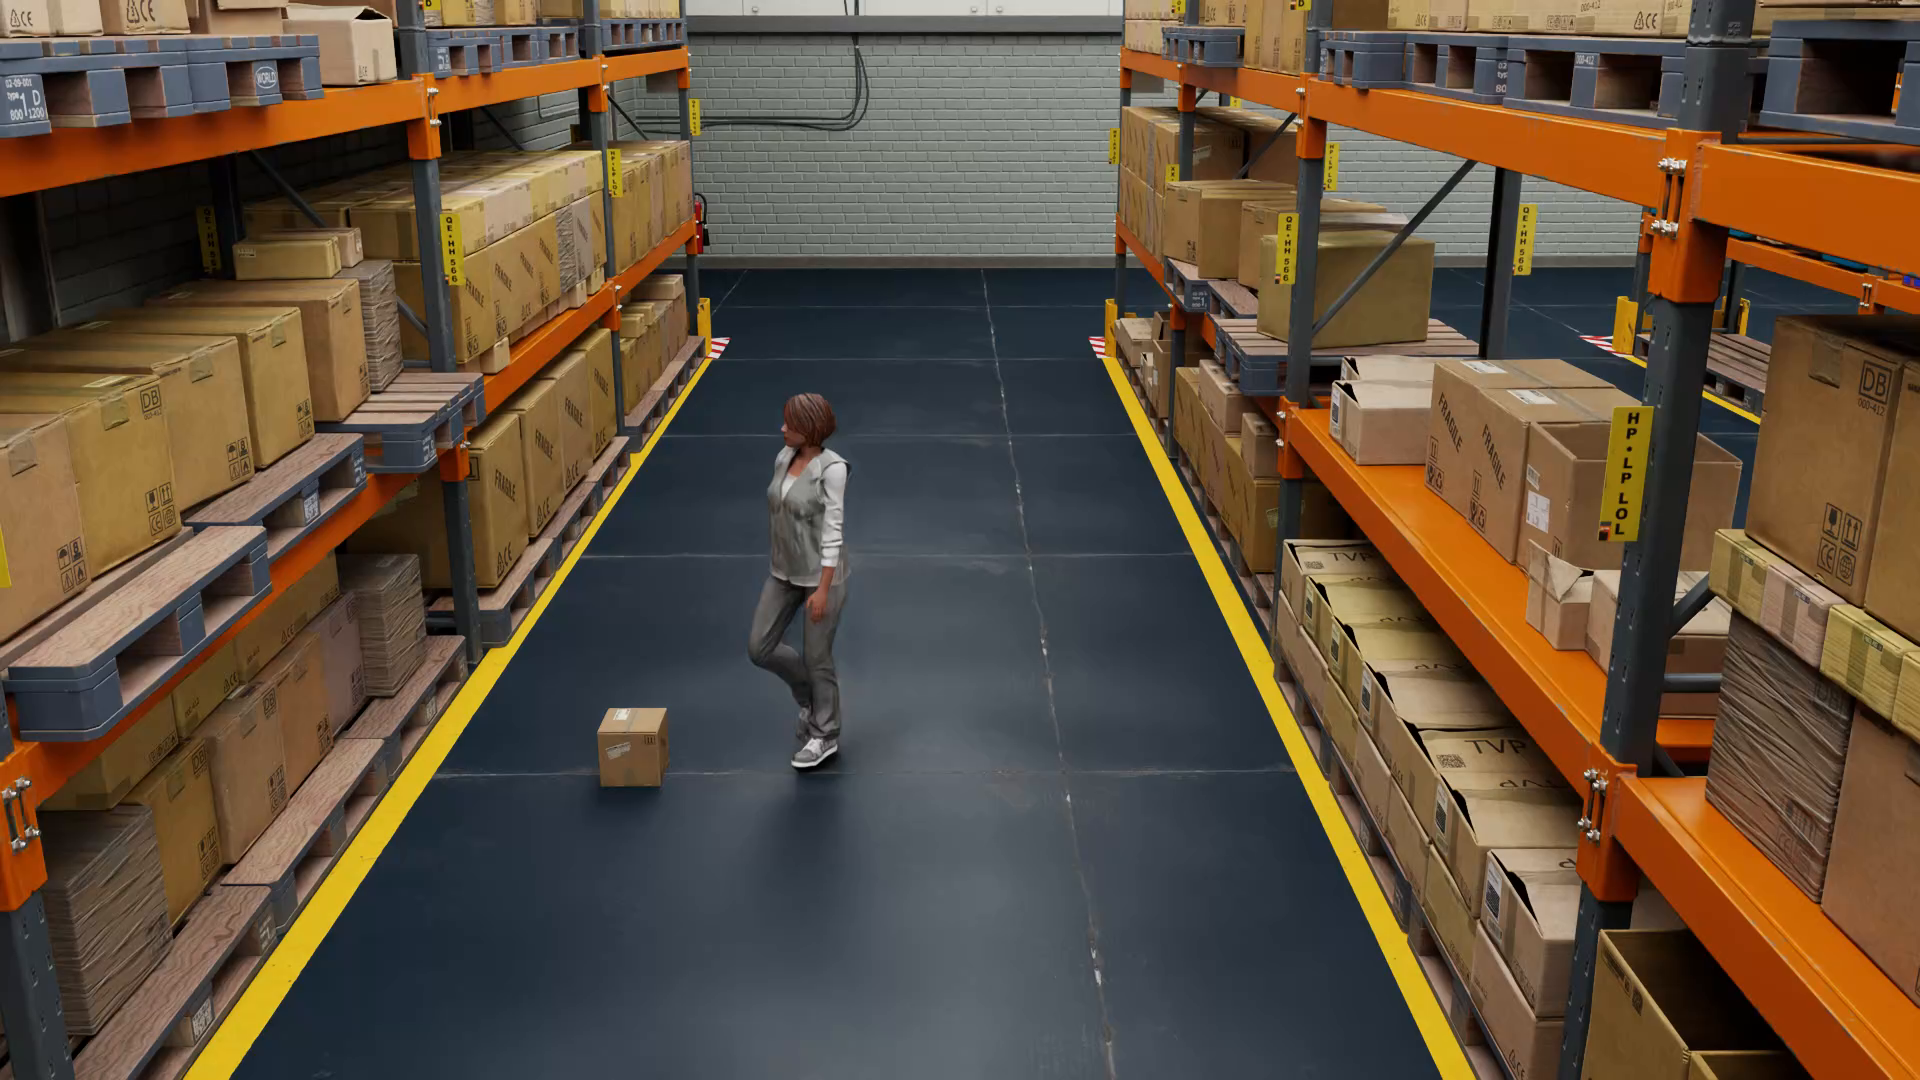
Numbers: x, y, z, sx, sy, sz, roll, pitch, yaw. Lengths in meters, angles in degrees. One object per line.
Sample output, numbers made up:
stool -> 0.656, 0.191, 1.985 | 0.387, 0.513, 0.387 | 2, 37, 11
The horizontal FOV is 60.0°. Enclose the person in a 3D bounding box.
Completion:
person -> -0.650, 0.171, 6.954 | 0.424, 1.593, 0.427 | 13, 22, 35
